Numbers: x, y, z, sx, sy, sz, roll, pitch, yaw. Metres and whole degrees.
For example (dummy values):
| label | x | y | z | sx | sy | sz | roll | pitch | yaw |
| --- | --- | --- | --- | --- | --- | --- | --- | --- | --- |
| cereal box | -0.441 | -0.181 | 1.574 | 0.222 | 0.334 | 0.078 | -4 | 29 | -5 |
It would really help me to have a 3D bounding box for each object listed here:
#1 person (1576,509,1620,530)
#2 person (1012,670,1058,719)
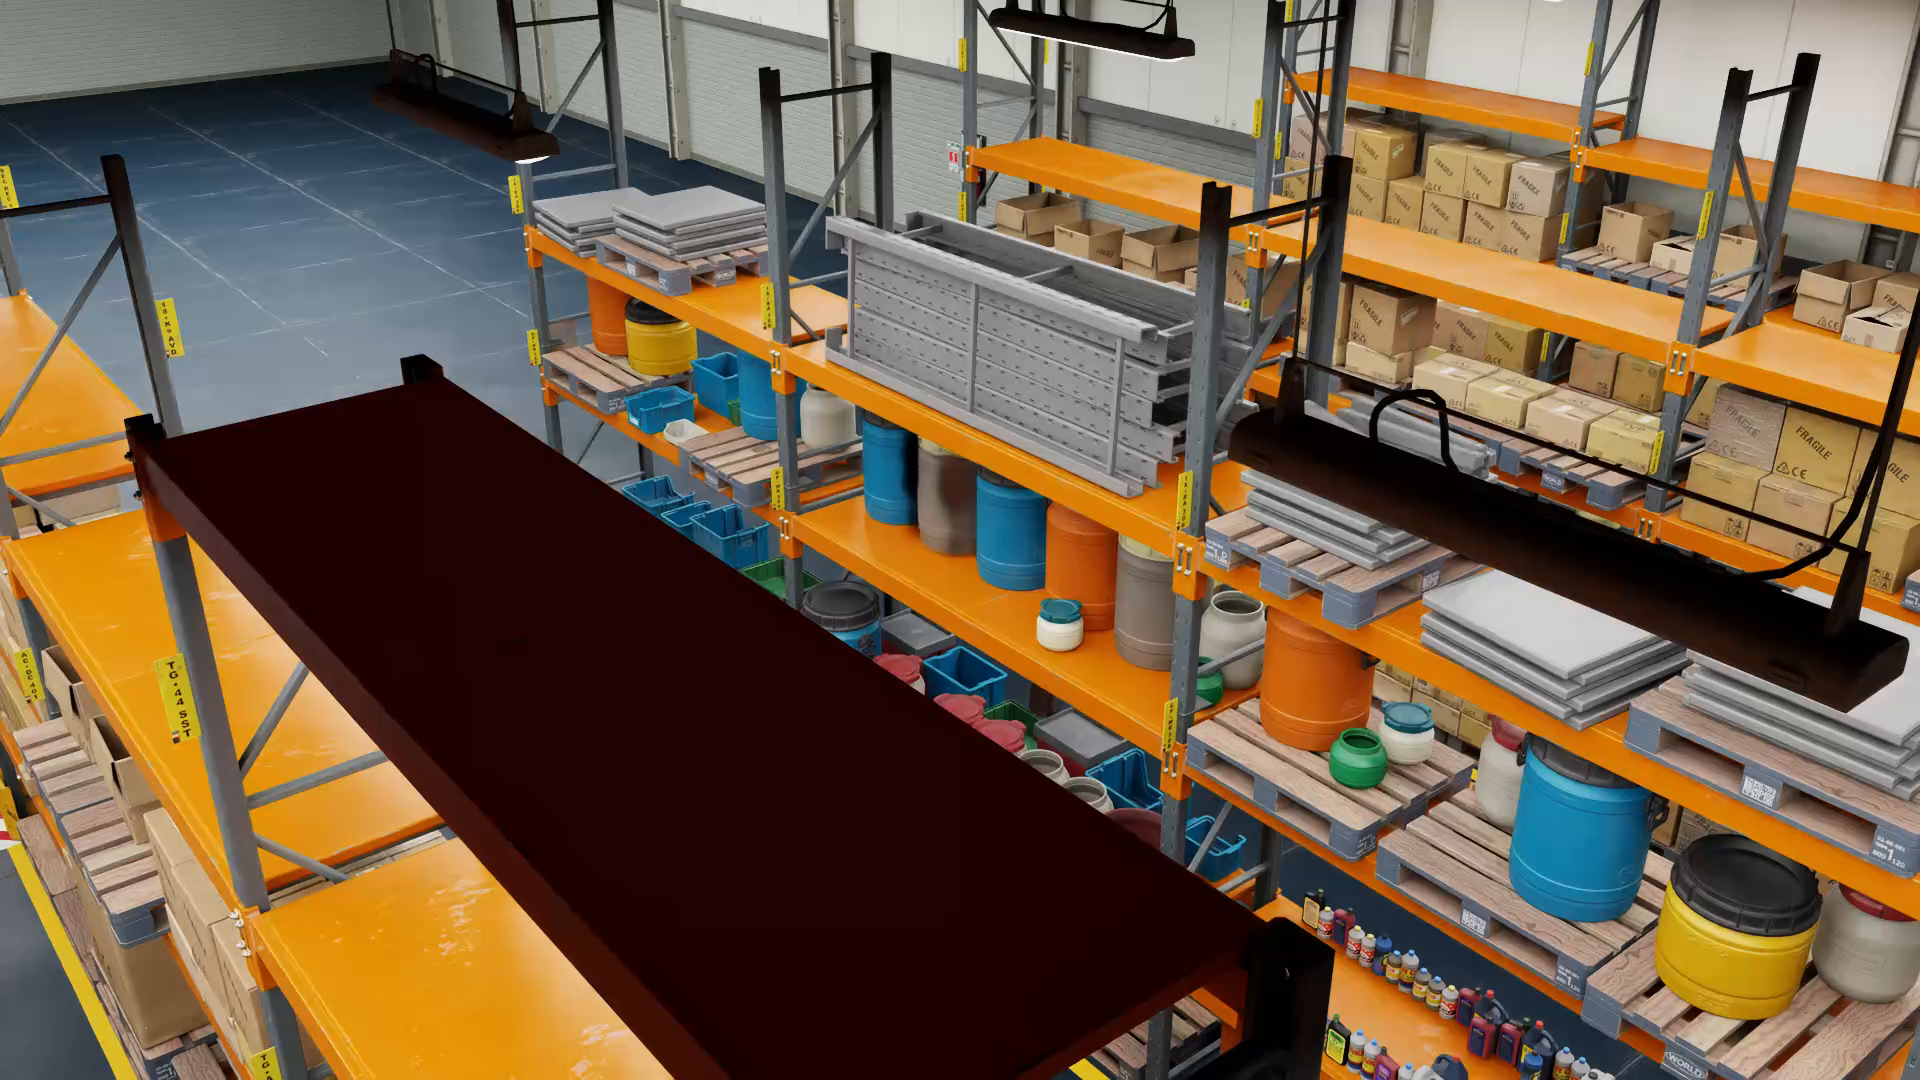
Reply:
| label | x | y | z | sx | sy | sz | roll | pitch | yaw |
| --- | --- | --- | --- | --- | --- | --- | --- | --- | --- |
| person | 6.078 | 0.147 | 16.051 | 0.485 | 1.688 | 0.390 | 21 | 33 | 37 |
| person | 0.616 | 1.083 | 13.976 | 0.567 | 1.711 | 0.595 | -7 | 27 | -14 |
